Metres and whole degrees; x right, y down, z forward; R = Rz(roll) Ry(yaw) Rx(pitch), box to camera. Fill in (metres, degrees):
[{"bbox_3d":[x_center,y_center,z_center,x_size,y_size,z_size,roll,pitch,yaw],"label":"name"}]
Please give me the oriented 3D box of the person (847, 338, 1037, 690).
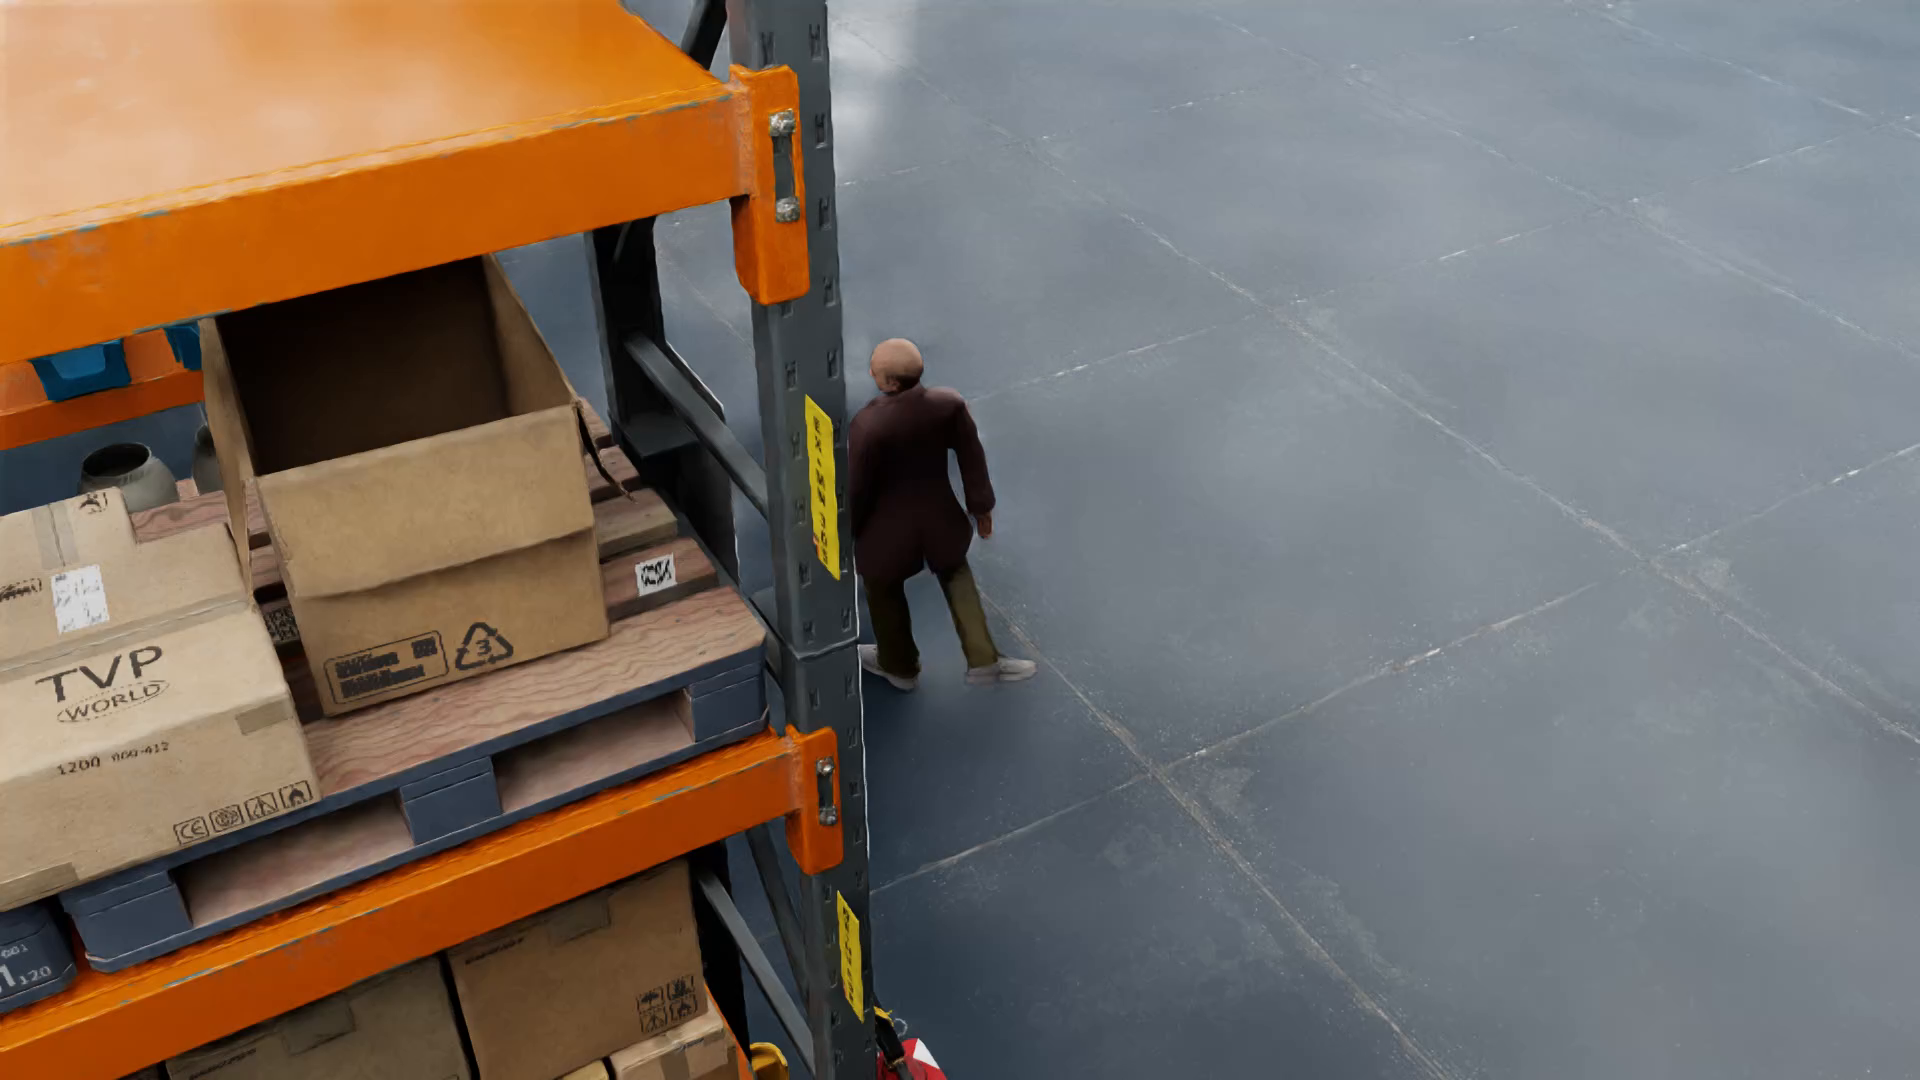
[{"bbox_3d":[-0.132,-0.001,7.110,0.787,1.577,0.634,-17,40,-22],"label":"person"}]
